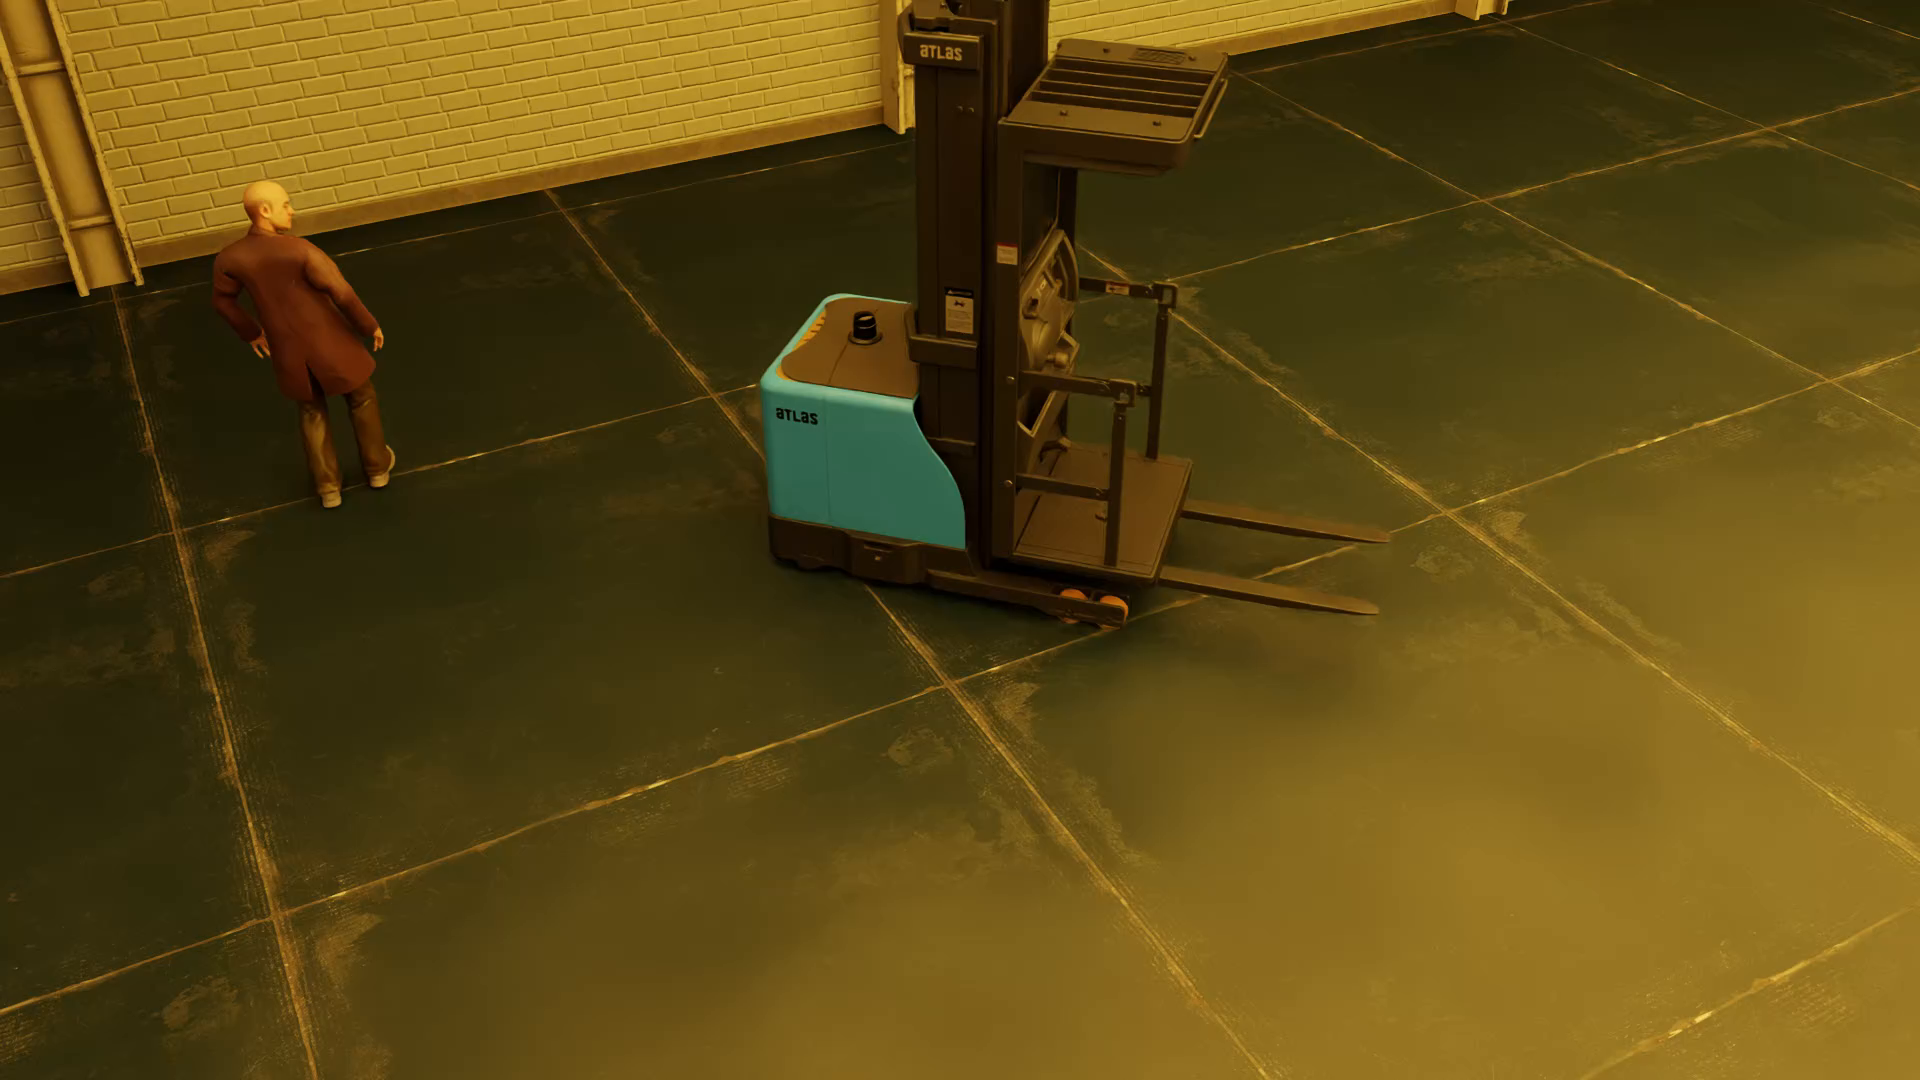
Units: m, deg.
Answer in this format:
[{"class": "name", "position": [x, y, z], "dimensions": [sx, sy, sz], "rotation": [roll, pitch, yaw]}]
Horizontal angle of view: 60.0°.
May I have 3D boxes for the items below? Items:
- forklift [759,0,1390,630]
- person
[{"class": "forklift", "position": [0.602, -1.104, 7.685], "dimensions": [3.031, 2.935, 1.130], "rotation": [10, 36, 14]}, {"class": "person", "position": [-3.362, -1.037, 8.610], "dimensions": [0.799, 1.759, 0.558], "rotation": [-1, 35, -1]}]
